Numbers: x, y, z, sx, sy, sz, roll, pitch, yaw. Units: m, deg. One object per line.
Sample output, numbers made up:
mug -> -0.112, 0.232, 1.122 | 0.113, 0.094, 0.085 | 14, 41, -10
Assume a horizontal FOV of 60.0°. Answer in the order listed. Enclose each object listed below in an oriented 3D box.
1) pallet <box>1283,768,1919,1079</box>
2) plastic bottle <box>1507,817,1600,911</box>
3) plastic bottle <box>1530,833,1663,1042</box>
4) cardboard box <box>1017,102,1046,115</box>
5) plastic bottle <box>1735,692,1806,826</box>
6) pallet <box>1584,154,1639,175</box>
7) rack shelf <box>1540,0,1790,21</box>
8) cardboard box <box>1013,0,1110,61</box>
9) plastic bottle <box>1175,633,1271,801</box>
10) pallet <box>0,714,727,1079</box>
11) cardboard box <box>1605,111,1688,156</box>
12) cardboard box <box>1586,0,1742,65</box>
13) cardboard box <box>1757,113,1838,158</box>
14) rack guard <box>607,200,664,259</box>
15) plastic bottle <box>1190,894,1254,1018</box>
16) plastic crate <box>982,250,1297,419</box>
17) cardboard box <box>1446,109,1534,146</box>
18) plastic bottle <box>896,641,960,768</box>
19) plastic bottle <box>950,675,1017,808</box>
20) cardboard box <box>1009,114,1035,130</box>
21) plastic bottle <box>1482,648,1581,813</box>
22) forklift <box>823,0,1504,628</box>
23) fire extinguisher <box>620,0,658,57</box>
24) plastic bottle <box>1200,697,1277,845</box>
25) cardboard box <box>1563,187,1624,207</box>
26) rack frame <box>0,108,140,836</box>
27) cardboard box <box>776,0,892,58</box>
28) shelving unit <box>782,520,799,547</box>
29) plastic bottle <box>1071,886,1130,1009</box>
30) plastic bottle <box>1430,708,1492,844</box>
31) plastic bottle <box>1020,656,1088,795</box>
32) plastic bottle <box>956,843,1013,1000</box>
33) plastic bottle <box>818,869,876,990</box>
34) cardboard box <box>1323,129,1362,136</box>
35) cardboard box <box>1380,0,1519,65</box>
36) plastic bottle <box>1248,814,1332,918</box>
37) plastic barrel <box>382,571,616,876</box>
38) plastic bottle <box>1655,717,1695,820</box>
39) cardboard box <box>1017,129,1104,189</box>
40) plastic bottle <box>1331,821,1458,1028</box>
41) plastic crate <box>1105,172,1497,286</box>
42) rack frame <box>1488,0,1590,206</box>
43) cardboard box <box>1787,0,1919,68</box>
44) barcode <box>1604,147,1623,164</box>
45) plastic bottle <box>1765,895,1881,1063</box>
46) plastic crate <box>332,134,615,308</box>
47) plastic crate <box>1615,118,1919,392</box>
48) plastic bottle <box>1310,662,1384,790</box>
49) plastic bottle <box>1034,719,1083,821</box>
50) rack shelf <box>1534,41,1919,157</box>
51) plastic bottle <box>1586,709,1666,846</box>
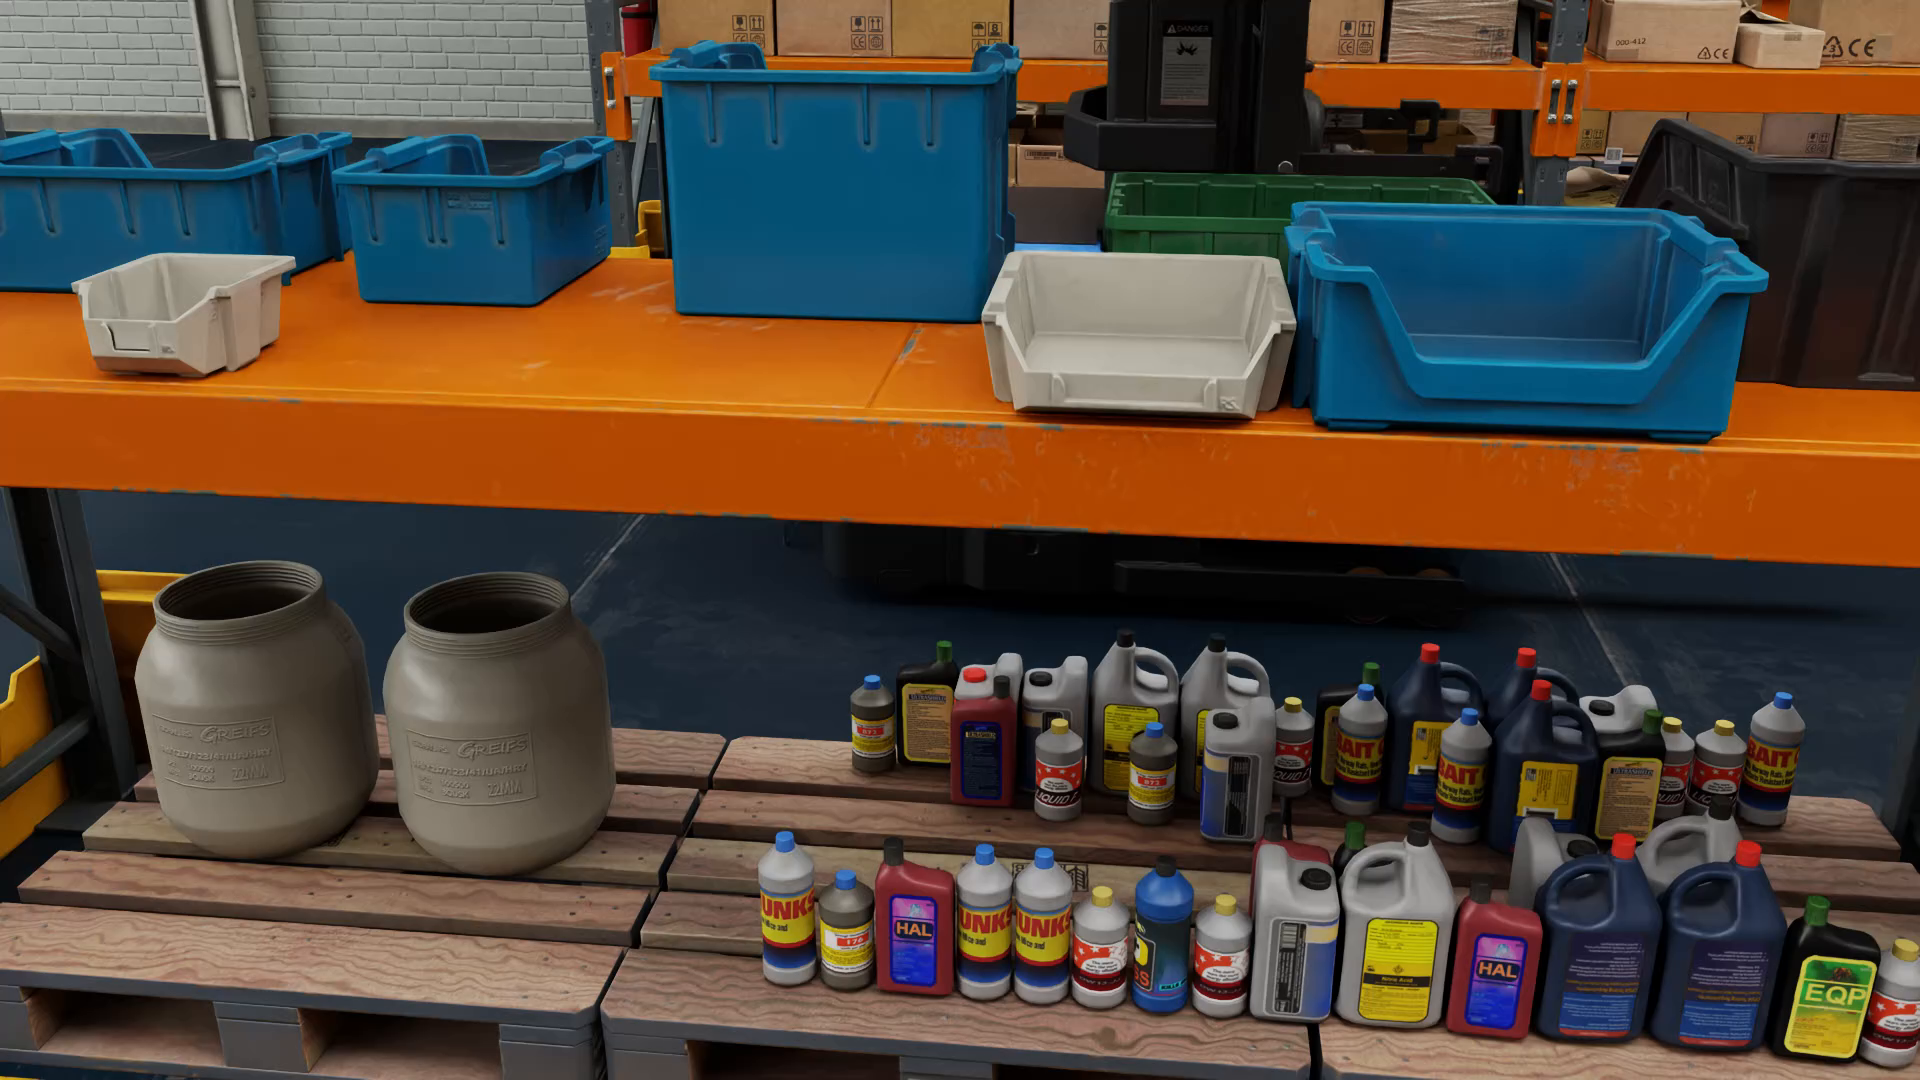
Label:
pallet -> 1.248, 0.799, 3.133 | 1.213, 0.211, 1.003 | 2, 22, 6
plastic bottle -> 1.038, 0.622, 2.893 | 0.135, 0.276, 0.152 | 2, 22, 6
plastic bottle -> 1.046, 0.642, 2.740 | 0.185, 0.351, 0.144 | 1, 22, 4
cardboard box -> 0.346, -3.111, 12.287 | 0.500, 0.311, 0.500 | 4, 22, 11
plastic bottle -> 1.645, 0.436, 3.369 | 0.097, 0.271, 0.097 | 0, 22, 0
pallet -> 5.064, -2.689, 11.955 | 1.213, 0.211, 1.003 | 2, 22, 6
rack shelf -> 5.062, -3.650, 11.571 | 4.000, 0.370, 1.077 | 2, 22, 6
cardboard box -> 0.524, -2.391, 7.272 | 0.500, 0.500, 0.700 | 3, 22, 8
plastic bottle -> 0.548, 0.360, 3.453 | 0.185, 0.351, 0.144 | 2, 22, 6
pallet -> -1.175, 0.693, 3.400 | 1.213, 0.211, 1.003 | 2, 22, 6
cardboard box -> 4.830, -3.047, 11.868 | 0.500, 0.500, 0.700 | 3, 22, 7
cardboard box -> 2.991, -2.187, 7.096 | 0.500, 0.250, 0.500 | 4, 22, 10
cardboard box -> 5.829, -3.017, 11.793 | 0.500, 0.500, 0.700 | 2, 22, 6
rack guard -> -1.499, -1.274, 7.982 | 0.348, 0.500, 1.175 | 2, 22, 6
plastic bottle -> 0.444, 0.694, 2.812 | 0.097, 0.201, 0.097 | 0, 22, 0
plastic crate -> 0.268, -0.309, 2.501 | 0.437, 0.136, 0.530 | 2, 22, 6
cardboard box -> 3.809, -3.087, 11.971 | 0.500, 0.500, 0.700 | 3, 22, 8
plastic bottle -> -0.069, 0.349, 3.572 | 0.133, 0.283, 0.061 | 3, 22, 8
plastic bottle -> 0.048, 0.411, 3.417 | 0.133, 0.283, 0.061 | 2, 22, 6
cardboard box -> 0.087, -1.748, 7.931 | 0.500, 0.500, 0.500 | 2, 22, 6
plastic bottle -> 1.157, 0.387, 3.386 | 0.185, 0.351, 0.144 | 3, 22, 8
forklift -> 1.140, -1.316, 4.782 | 3.031, 2.935, 1.130 | 2, 22, 5
fire extinguisher -> -1.538, -2.574, 7.976 | 0.183, 0.674, 0.296 | 2, 22, 6
plastic bottle -> 0.555, 0.450, 3.327 | 0.135, 0.276, 0.152 | 2, 22, 6
cardboard box -> 2.878, -1.331, 7.132 | 0.500, 0.311, 0.500 | 3, 22, 6
rack frame -> -2.062, -0.627, 2.946 | 0.127, 3.000, 1.000 | 2, 22, 6
cardboard box -> -0.491, -2.436, 7.386 | 0.500, 0.500, 0.700 | 3, 22, 8
shelving unit -> -0.465, -0.575, 5.263 | 0.189, 1.200, 0.258 | 2, 22, 5
plastic bottle -> 0.240, 0.685, 2.834 | 0.097, 0.201, 0.097 | 0, 22, 0
plastic bottle -> 0.999, 0.462, 3.305 | 0.097, 0.271, 0.097 | 0, 22, 0
plastic bottle -> 0.198, 0.381, 3.502 | 0.135, 0.276, 0.152 | 2, 22, 5
plastic bottle -> 0.042, 0.644, 2.843 | 0.097, 0.271, 0.097 | 0, 22, 0
plastic bottle -> -0.196, 0.666, 2.882 | 0.097, 0.201, 0.097 | 0, 22, 0
cardboard box -> 1.575, -1.681, 7.760 | 0.500, 0.500, 0.500 | 2, 22, 6
cardboard box -> 2.055, -2.326, 7.107 | 0.500, 0.500, 0.700 | 2, 22, 5
plastic bottle -> 0.576, 0.612, 2.907 | 0.133, 0.283, 0.061 | 2, 22, 6
plastic barrel -> -0.902, 0.357, 3.270 | 0.421, 0.512, 0.421 | 0, 22, 0
plastic bottle -> 1.443, 0.460, 3.404 | 0.097, 0.201, 0.097 | 0, 22, 0
cardboard box -> 0.520, -1.530, 7.380 | 0.500, 0.500, 0.500 | 2, 22, 6
plastic bottle -> 0.725, 0.628, 2.775 | 0.185, 0.351, 0.144 | 2, 22, 6
plastic crate -> 0.595, -0.517, 2.956 | 0.662, 0.188, 0.450 | 2, 22, 6
rack frame -> 2.497, -2.262, 7.082 | 0.127, 3.000, 1.000 | 2, 22, 6
cardboard box -> 3.780, -2.247, 6.907 | 0.500, 0.500, 0.500 | 4, 22, 10
barcode -> 2.701, -1.588, 6.872 | 0.075, 0.075, 0.001 | 2, 22, 6
plastic bottle -> 1.393, 0.704, 2.675 | 0.133, 0.283, 0.061 | 4, 22, 9
plastic crate -> -0.886, -0.615, 3.119 | 0.408, 0.251, 0.499 | 2, 22, 6
plastic crate -> 1.405, -0.494, 2.694 | 0.504, 0.338, 0.767 | 2, 22, 6
plastic bottle -> 0.811, 0.388, 3.476 | 0.133, 0.283, 0.061 | 3, 22, 9
plastic bottle -> 0.202, 0.462, 3.398 | 0.097, 0.201, 0.097 | 0, 22, 0
rack shelf -> 4.483, -1.841, 6.996 | 4.000, 0.370, 1.077 | 2, 22, 6
plastic bottle -> 1.309, 0.466, 3.278 | 0.133, 0.283, 0.061 | 2, 22, 6
